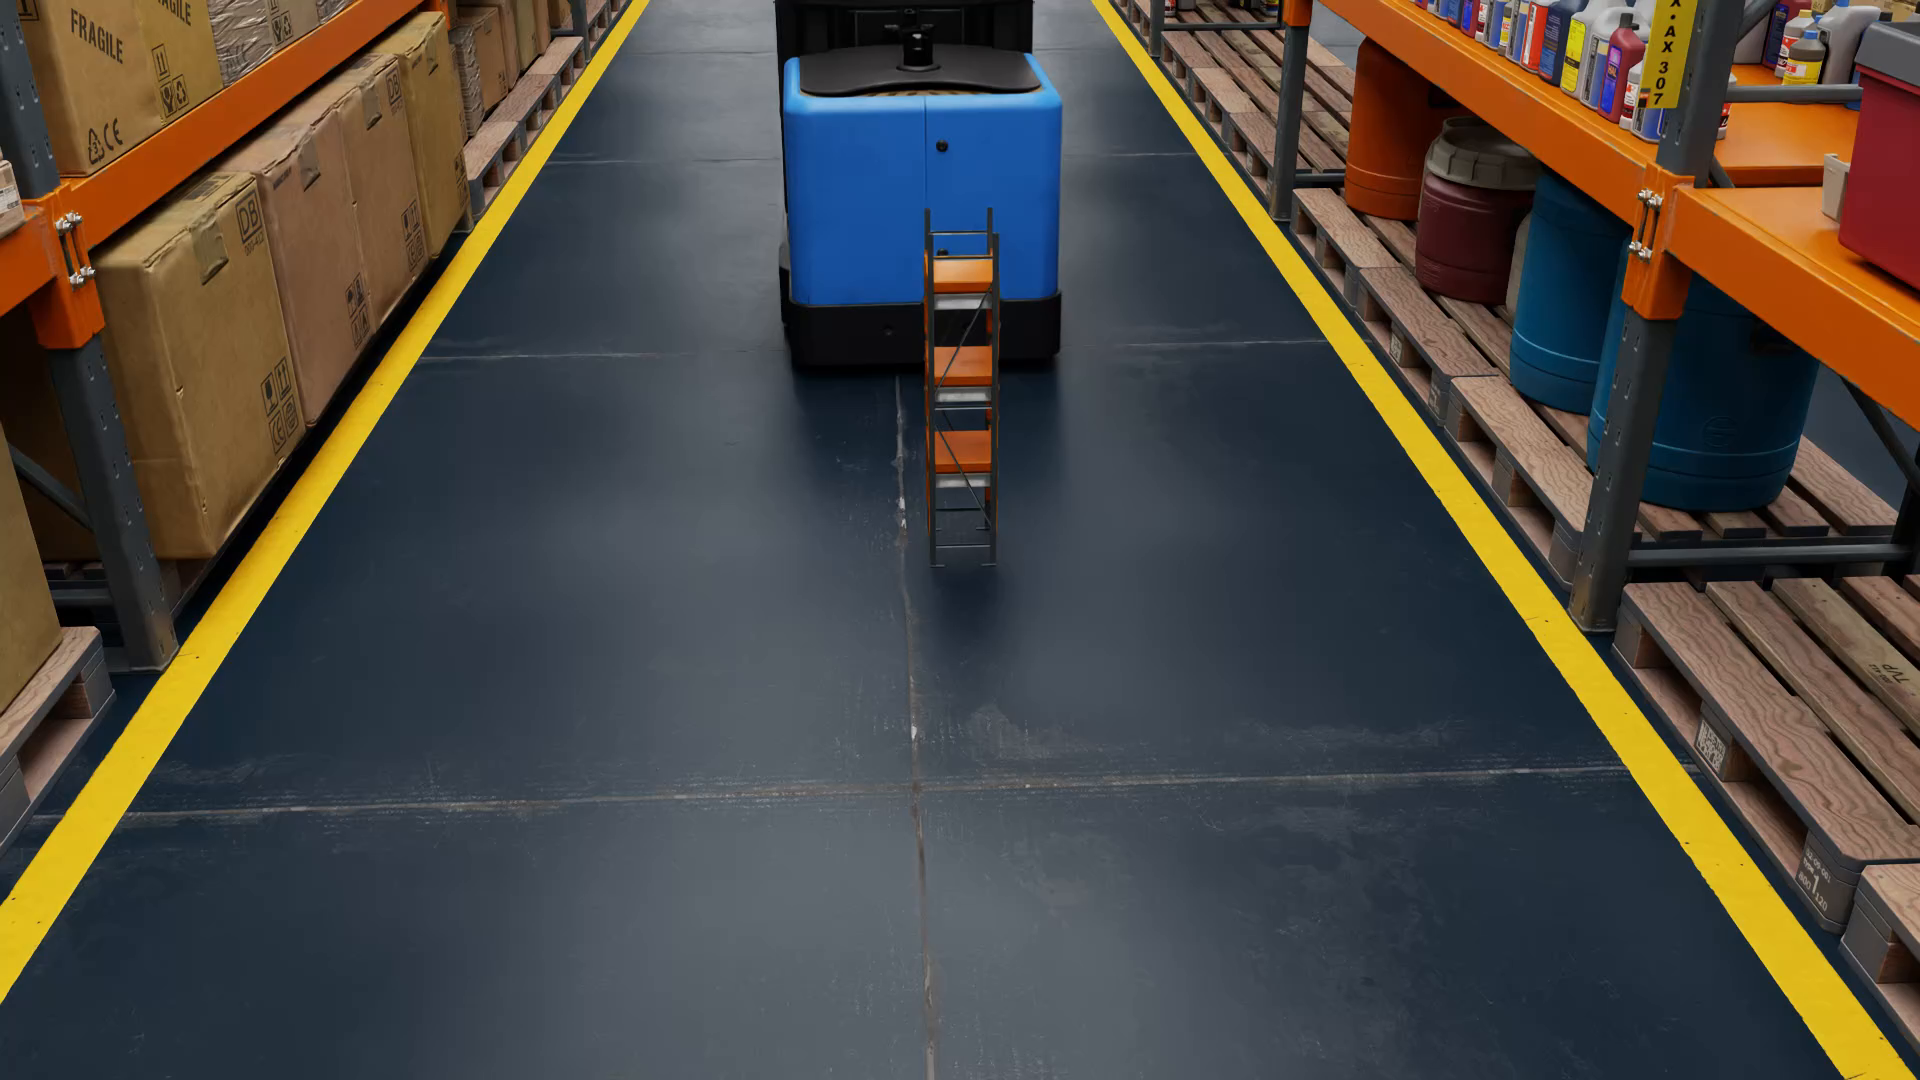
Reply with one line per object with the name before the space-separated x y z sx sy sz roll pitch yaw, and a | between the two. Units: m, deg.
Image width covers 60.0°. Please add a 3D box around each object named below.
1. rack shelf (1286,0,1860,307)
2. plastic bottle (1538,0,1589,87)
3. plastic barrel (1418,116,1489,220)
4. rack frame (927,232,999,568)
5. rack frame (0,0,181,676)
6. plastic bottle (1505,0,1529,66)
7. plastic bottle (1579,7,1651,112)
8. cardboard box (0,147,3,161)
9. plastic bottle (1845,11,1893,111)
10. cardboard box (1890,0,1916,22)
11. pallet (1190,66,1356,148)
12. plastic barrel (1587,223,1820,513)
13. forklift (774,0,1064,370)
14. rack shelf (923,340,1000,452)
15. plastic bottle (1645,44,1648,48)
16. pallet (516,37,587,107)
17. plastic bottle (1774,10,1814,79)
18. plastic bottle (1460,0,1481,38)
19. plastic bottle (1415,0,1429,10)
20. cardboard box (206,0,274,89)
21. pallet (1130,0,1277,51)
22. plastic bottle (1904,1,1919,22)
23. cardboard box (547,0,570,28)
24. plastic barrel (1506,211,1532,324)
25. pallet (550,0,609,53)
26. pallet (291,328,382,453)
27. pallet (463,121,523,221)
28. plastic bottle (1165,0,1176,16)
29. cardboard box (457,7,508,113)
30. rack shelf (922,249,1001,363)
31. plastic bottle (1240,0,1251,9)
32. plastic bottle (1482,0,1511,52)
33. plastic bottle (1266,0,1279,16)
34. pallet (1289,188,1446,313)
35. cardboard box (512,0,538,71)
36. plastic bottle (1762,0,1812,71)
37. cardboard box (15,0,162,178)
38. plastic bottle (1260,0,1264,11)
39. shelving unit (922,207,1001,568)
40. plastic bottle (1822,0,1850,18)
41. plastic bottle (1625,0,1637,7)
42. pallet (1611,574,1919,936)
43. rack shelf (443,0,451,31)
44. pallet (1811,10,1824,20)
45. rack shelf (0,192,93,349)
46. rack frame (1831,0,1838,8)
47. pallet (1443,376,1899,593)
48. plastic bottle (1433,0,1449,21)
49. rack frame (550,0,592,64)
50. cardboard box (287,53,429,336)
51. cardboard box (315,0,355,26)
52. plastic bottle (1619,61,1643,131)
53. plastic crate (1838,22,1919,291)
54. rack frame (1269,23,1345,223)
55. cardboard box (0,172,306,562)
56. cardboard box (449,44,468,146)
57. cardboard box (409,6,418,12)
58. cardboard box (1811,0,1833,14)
rack shelf | 2.163 -1.704 6.052 1.077 0.370 4.000 -1 28 -3
plastic bottle | 1.883 -1.580 5.088 0.144 0.351 0.185 -1 28 -3
plastic barrel | 2.220 -1.546 7.206 0.421 0.512 0.421 0 28 0
rack frame | 0.009 -0.384 4.852 0.200 1.050 0.008 -1 28 -3
rack frame | -2.679 -0.980 3.885 1.000 3.000 0.127 -1 28 -3
plastic bottle | 1.871 -1.682 5.366 0.152 0.276 0.135 -1 28 -3
plastic bottle | 1.905 -1.387 4.800 0.152 0.276 0.135 -1 28 -3
cardboard box | -2.394 -0.848 3.472 0.500 0.250 0.500 -2 28 -4
plastic bottle | 2.638 -1.381 4.794 0.097 0.271 0.097 0 28 0
cardboard box | 6.595 -3.450 11.141 0.500 0.250 0.500 -1 28 -1
pallet | 1.996 -2.631 10.066 1.003 0.211 1.213 -1 28 -3
plastic barrel | 2.256 -0.607 4.985 0.600 0.901 0.708 -1 28 -3
forklift | -0.255 -2.599 7.063 1.130 2.935 3.031 -2 28 -5
rack shelf | 0.003 -0.431 4.965 0.215 0.259 0.240 -1 28 -3
plastic bottle | 1.944 -1.302 4.717 0.097 0.201 0.097 0 28 0
pallet | -3.055 -3.078 10.924 1.003 0.211 1.213 -1 28 -3
plastic bottle | 2.615 -1.547 5.188 0.097 0.201 0.097 0 28 0
plastic bottle | 1.802 -1.898 5.773 0.061 0.283 0.133 -1 28 -3
plastic bottle | 1.773 -2.153 6.260 0.061 0.283 0.133 -1 28 -3
cardboard box | -2.506 -1.706 5.169 0.500 0.500 0.500 -2 28 -4
pallet | 1.856 -3.869 12.439 1.003 0.211 1.213 -1 28 -3
plastic bottle | 2.570 -1.267 4.488 0.144 0.351 0.185 -1 28 -3
cardboard box | -3.078 -3.938 11.805 0.500 0.500 0.500 -2 28 -4
plastic barrel | 2.279 -1.024 6.206 0.421 0.512 0.421 0 28 0
pallet | -3.167 -3.747 12.206 1.003 0.211 1.213 -1 28 -3
pallet | -2.861 -0.663 6.292 1.003 0.211 1.213 -1 28 -3
pallet | -2.927 -1.952 8.764 1.003 0.211 1.213 -1 28 -3
plastic bottle | 1.519 -3.908 12.050 0.097 0.201 0.097 0 28 0
cardboard box | -3.021 -2.740 9.488 0.700 0.500 0.500 1 28 2
rack shelf | 0.003 -0.683 4.834 0.215 0.259 0.240 -1 28 -3
plastic bottle | 2.120 -4.088 12.306 0.061 0.283 0.133 -1 28 -3
plastic bottle | 1.859 -1.789 5.571 0.152 0.276 0.135 -1 28 -3
plastic bottle | 2.271 -3.937 12.029 0.097 0.271 0.097 0 28 0
pallet | 2.141 -1.347 7.605 1.003 0.211 1.213 -1 28 -3
cardboard box | -3.080 -3.256 10.477 0.700 0.500 0.500 -2 28 -3
plastic bottle | 2.628 -1.637 5.272 0.061 0.283 0.133 -1 28 -3
cardboard box | -2.453 -1.243 4.281 0.500 0.500 0.500 -1 28 -2
plastic bottle | 2.260 -4.000 12.226 0.097 0.201 0.097 0 28 0
shelving unit | 0.003 -0.441 4.960 0.215 1.050 0.252 -1 28 -3
plastic bottle | 2.626 -1.489 4.999 0.097 0.271 0.097 0 28 0
plastic bottle | 2.027 -1.583 5.095 0.144 0.351 0.185 -1 28 -3
pallet | 2.344 0.476 4.110 1.003 0.211 1.213 -1 28 -3
rack shelf | -2.992 -3.432 9.364 1.077 0.370 4.000 -1 28 -3
pallet | 6.797 -4.044 12.775 1.003 0.211 1.213 -1 28 -3
rack shelf | -2.575 0.263 2.280 1.077 0.370 4.000 -1 28 -3
rack frame | 6.796 -4.912 11.424 1.000 3.000 0.127 -1 28 -3
pallet | 2.268 -0.220 5.444 1.003 0.211 1.213 -1 28 -3
plastic bottle | 1.831 -2.044 6.059 0.152 0.276 0.135 -1 28 -3
rack frame | -3.097 -4.674 10.968 1.000 3.000 0.127 -1 28 -3
cardboard box | -2.834 -1.340 6.419 1.225 0.875 0.875 -1 28 -2
cardboard box | -2.564 -2.179 6.077 0.500 0.500 0.500 -2 28 -4
plastic bottle | 1.890 -1.238 4.596 0.097 0.201 0.097 0 28 0
plastic crate | 2.063 -0.736 3.283 0.402 0.464 0.583 -1 28 -3
rack frame | 2.058 -2.947 7.656 1.000 3.000 0.127 -1 28 -3
cardboard box | -2.732 -0.519 4.845 1.225 0.875 0.875 -1 28 -2
cardboard box | -2.943 -2.223 8.495 0.700 0.500 0.500 -3 28 -5
cardboard box | -2.953 -2.555 8.321 0.500 0.250 0.500 0 28 -1
cardboard box | 6.554 -4.088 12.363 0.500 0.250 0.500 -1 28 -3
